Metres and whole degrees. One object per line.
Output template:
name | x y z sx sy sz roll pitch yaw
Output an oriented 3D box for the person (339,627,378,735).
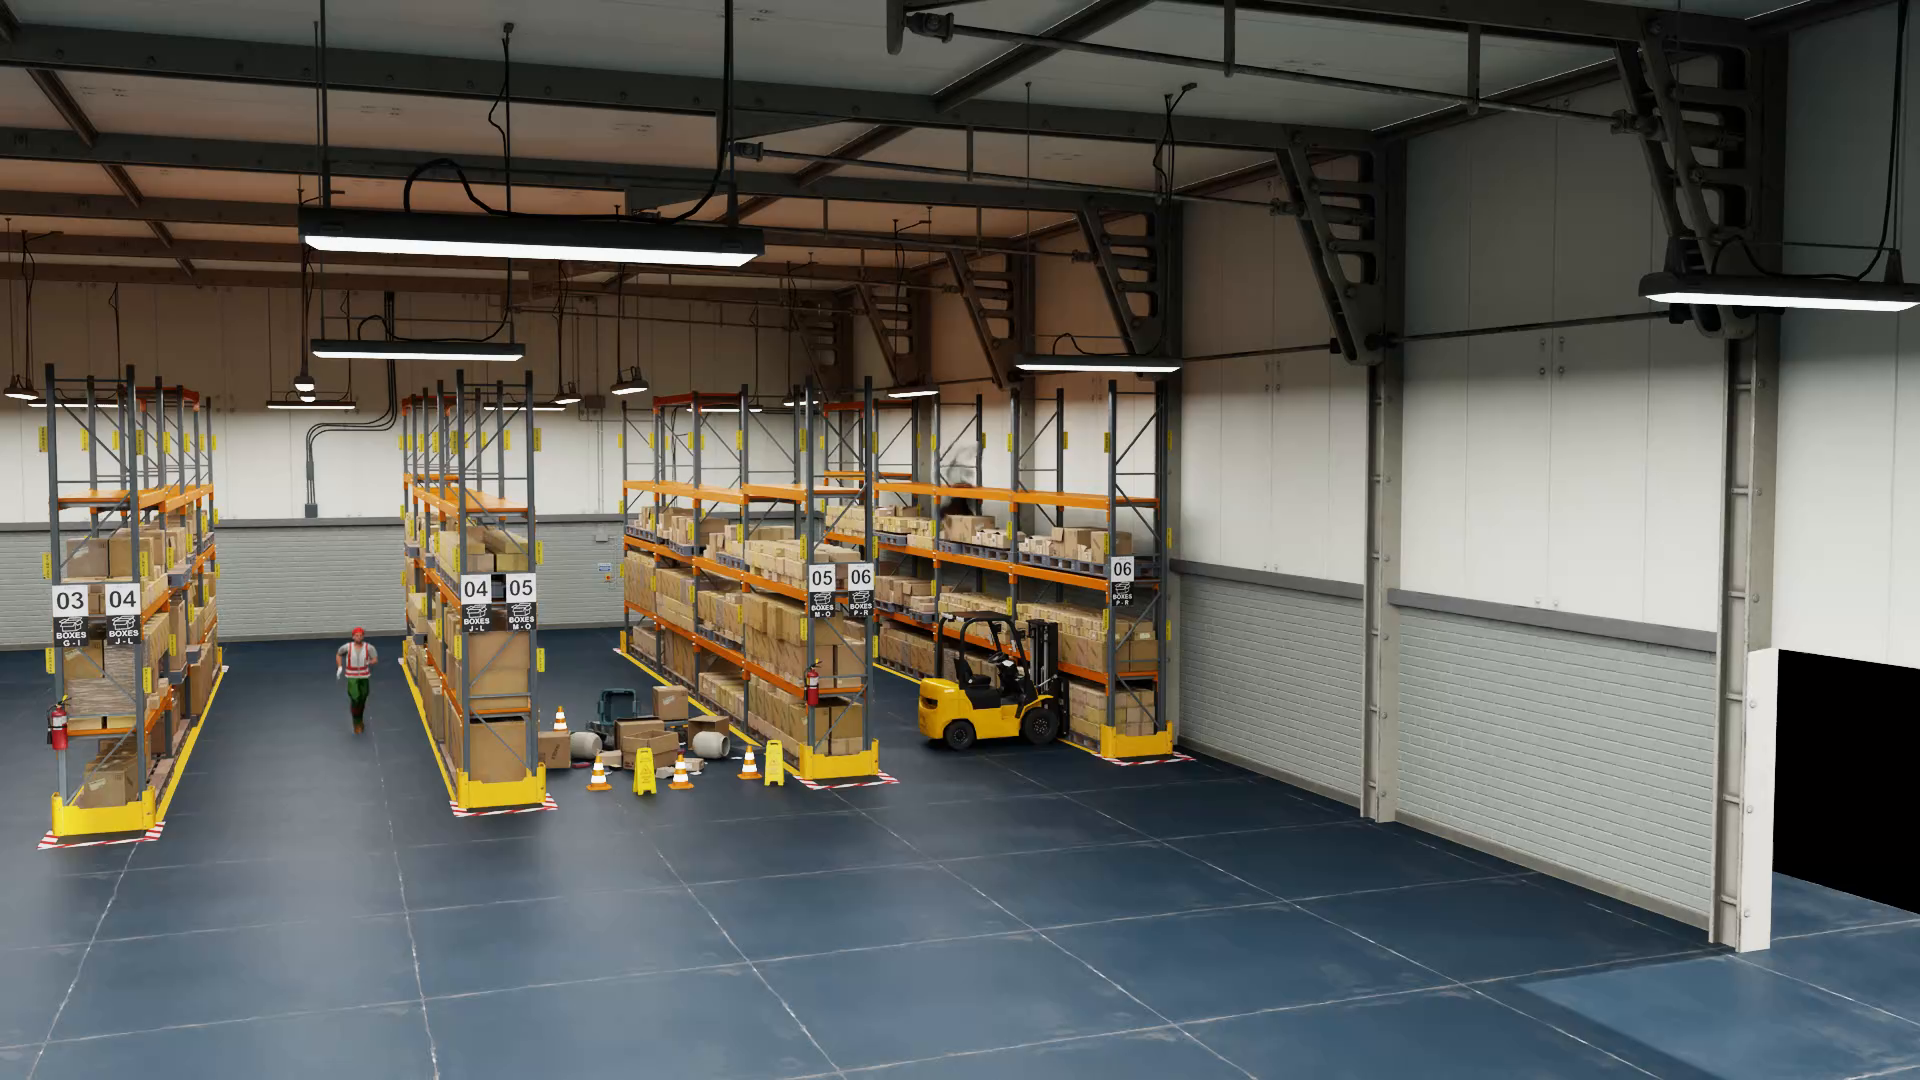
person | -10.429 2.417 28.847 0.597 1.844 0.776 -2 4 -31
